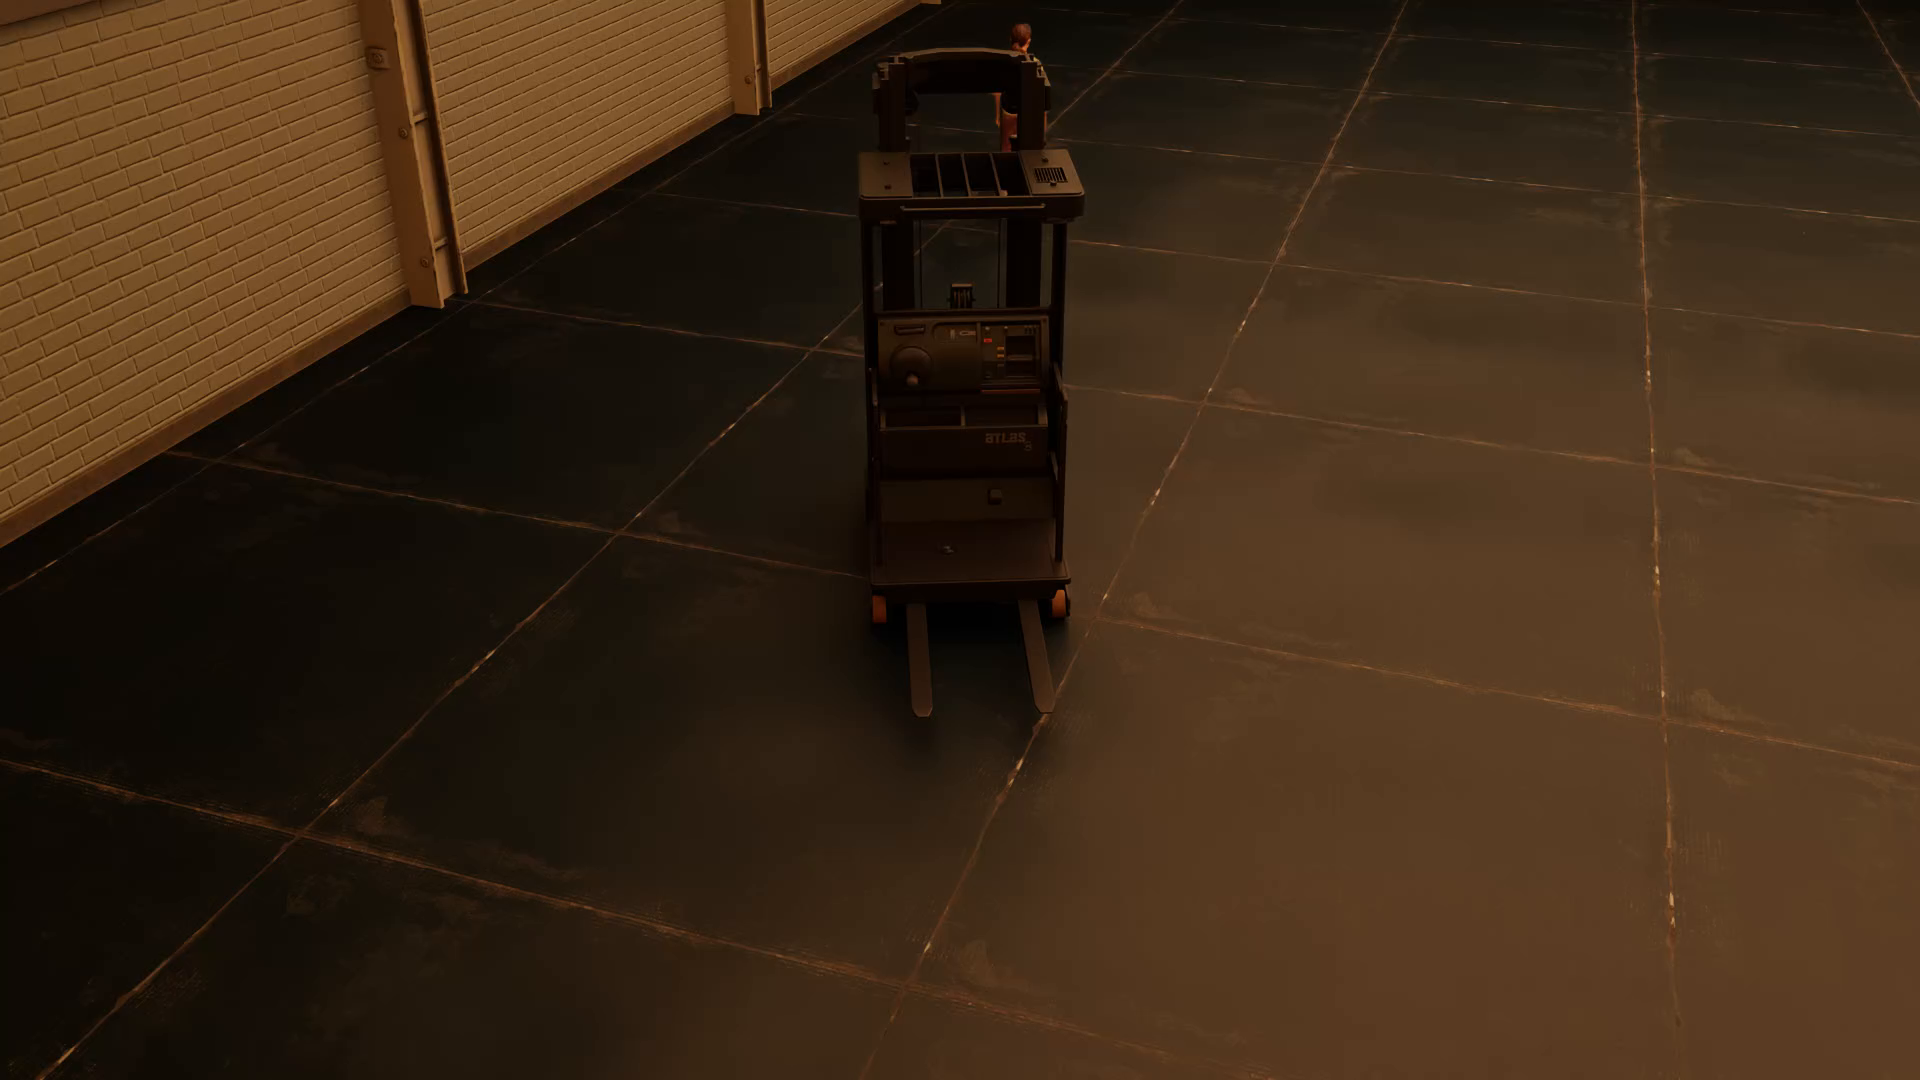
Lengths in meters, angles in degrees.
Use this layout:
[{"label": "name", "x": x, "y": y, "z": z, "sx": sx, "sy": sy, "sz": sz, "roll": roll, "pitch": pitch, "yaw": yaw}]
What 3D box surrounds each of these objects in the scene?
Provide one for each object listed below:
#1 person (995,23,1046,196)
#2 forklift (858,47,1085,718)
[{"label": "person", "x": 0.569, "y": -3.885, "z": 15.236, "sx": 0.472, "sy": 1.678, "sz": 0.402, "roll": 8, "pitch": 31, "yaw": 14}, {"label": "forklift", "x": 0.035, "y": -0.972, "z": 8.842, "sx": 1.130, "sy": 2.935, "sz": 3.031, "roll": -2, "pitch": 30, "yaw": -3}]
